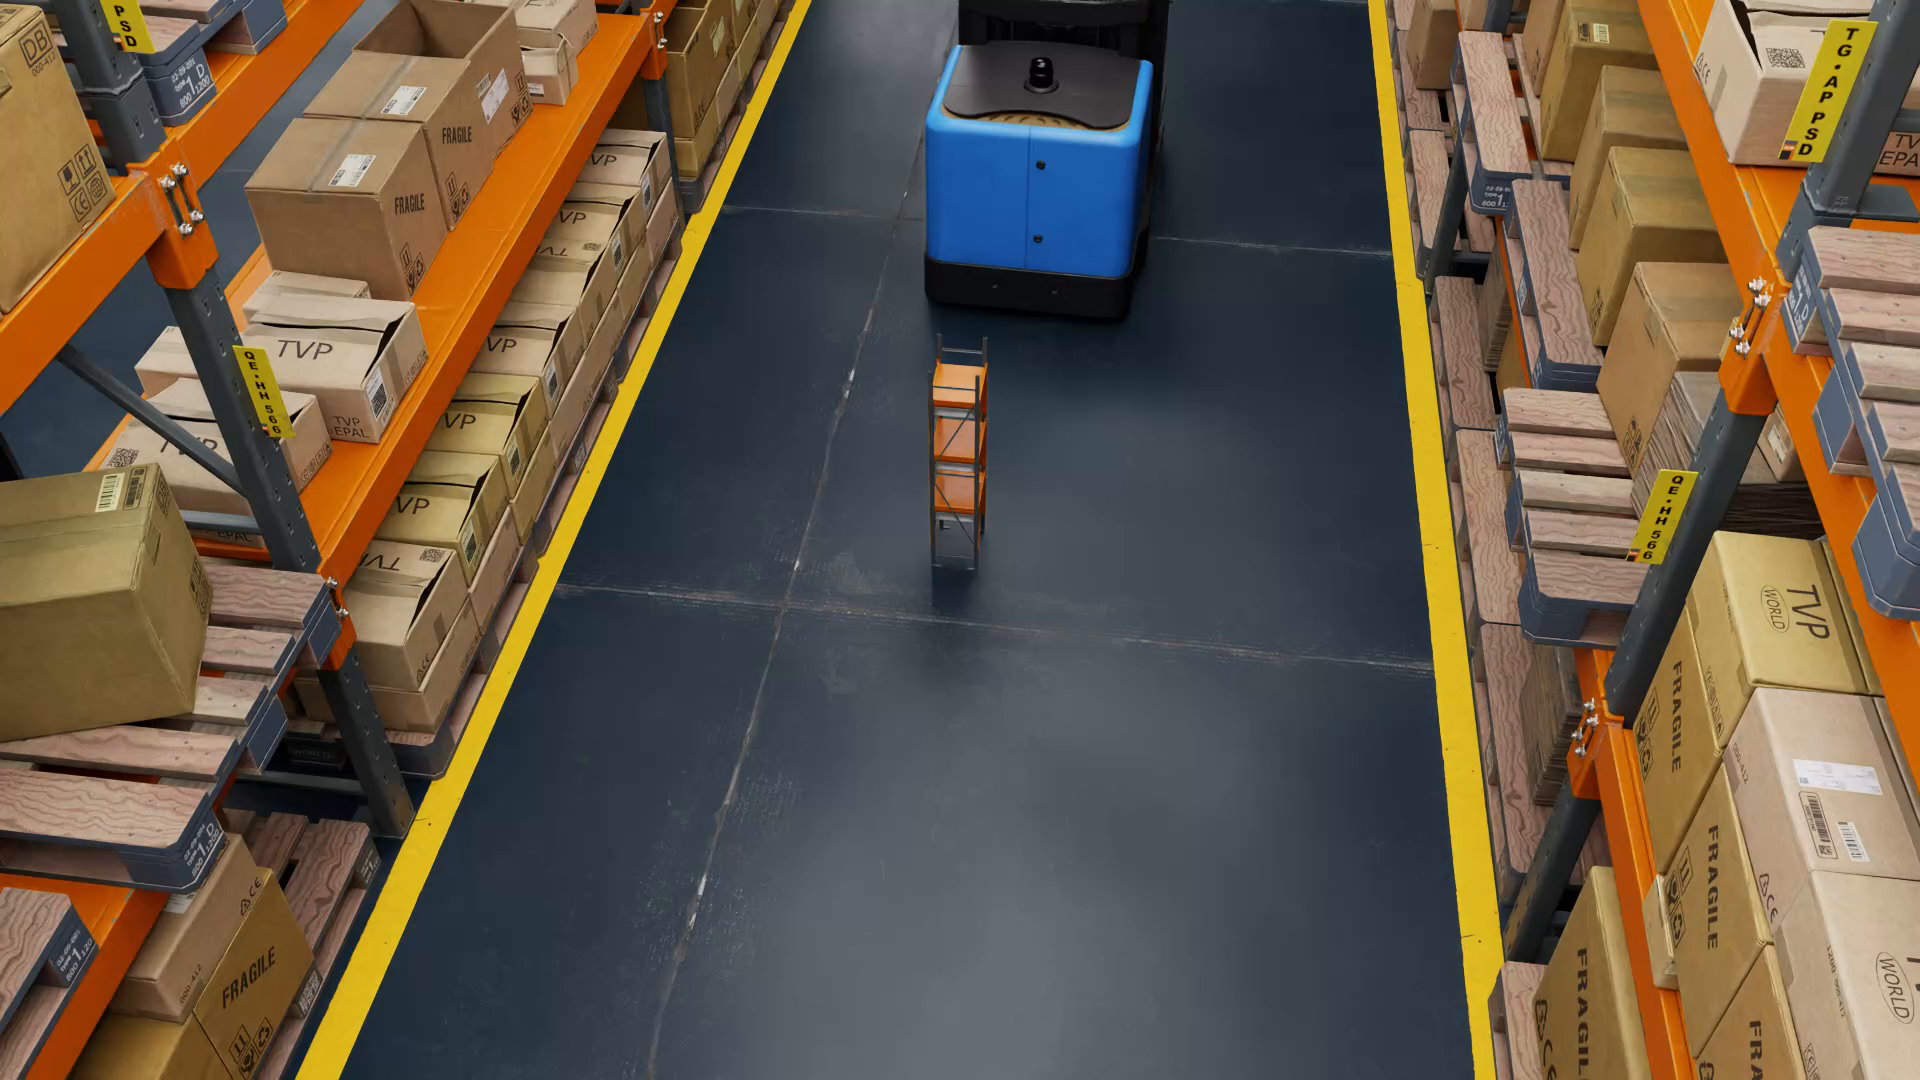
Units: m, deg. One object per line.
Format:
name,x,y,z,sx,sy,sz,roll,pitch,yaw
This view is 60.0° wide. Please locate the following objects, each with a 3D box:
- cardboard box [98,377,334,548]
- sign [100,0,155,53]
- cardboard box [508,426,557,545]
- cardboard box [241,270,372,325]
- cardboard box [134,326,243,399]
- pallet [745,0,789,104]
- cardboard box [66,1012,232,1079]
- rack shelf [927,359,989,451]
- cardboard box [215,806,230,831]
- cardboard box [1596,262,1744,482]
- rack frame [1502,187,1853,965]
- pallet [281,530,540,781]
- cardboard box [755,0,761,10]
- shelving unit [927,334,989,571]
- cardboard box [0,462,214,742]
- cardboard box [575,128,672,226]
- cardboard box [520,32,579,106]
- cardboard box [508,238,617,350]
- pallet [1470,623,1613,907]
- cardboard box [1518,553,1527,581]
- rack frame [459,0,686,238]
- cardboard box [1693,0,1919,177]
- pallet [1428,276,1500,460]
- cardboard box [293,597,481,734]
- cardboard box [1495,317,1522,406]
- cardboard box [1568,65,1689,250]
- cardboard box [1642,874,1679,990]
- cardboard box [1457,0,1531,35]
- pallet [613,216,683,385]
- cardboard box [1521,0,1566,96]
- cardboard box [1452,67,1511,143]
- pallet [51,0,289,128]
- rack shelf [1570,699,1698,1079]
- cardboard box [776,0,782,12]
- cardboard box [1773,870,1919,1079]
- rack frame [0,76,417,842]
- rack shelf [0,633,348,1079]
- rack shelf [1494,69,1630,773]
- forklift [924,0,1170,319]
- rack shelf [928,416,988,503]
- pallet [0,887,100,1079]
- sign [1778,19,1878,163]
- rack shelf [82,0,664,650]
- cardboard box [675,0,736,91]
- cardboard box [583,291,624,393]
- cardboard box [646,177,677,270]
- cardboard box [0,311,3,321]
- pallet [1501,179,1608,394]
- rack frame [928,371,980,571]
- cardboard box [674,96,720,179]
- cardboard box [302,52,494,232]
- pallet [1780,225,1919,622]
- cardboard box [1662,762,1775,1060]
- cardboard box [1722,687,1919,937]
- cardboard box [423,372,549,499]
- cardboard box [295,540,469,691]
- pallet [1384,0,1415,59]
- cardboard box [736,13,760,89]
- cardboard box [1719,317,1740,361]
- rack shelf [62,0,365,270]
cardboard box,-2.436,-0.282,5.453,0.500,0.311,0.500,8,44,8
sign,-1.990,-1.297,3.902,0.100,0.325,0.005,5,44,6
cardboard box,-2.038,-0.252,7.051,0.500,0.250,0.500,4,44,4
cardboard box,-2.414,-0.854,6.175,0.380,0.149,0.250,8,44,9
cardboard box,-2.682,-0.617,5.925,0.380,0.149,0.250,5,44,6
pallet,-1.693,-3.156,10.452,1.003,0.211,1.213,5,44,6
cardboard box,-2.487,1.689,4.805,0.500,0.500,0.500,4,44,4
rack shelf,-0.007,-0.543,6.685,0.215,0.259,0.240,5,44,6
cardboard box,-2.871,0.962,5.573,0.500,0.500,0.500,7,44,7
cardboard box,2.483,-0.523,5.251,0.700,0.500,0.500,1,43,2
rack frame,2.384,0.377,4.692,1.000,3.000,0.127,5,44,6
pallet,-2.380,0.384,6.713,1.003,0.211,1.213,5,44,6
cardboard box,-1.430,-3.533,9.971,0.500,0.500,0.500,5,44,6
shelving unit,-0.007,-0.345,6.873,0.215,1.050,0.252,5,44,6
cardboard box,-2.499,0.180,4.522,0.700,0.500,0.500,-8,44,-9
cardboard box,-1.768,-1.852,8.333,0.500,0.311,0.500,5,44,6
cardboard box,-1.933,-2.132,7.440,0.396,0.266,0.258,4,44,4
cardboard box,-1.899,-1.157,7.599,0.500,0.311,0.500,5,44,5
pallet,2.488,0.857,6.213,1.003,0.211,1.213,5,44,6
cardboard box,2.648,-0.052,6.644,0.700,0.500,0.500,5,44,5
rack frame,-1.998,-2.797,8.044,1.000,3.000,0.127,5,44,6
cardboard box,2.211,-1.202,4.229,0.500,0.311,0.500,5,44,6
pallet,2.811,-0.806,7.969,1.003,0.211,1.213,5,44,6
cardboard box,-2.167,0.445,6.315,0.500,0.250,0.500,5,44,5
cardboard box,2.813,-0.741,7.371,0.700,0.500,0.500,4,44,5
cardboard box,2.674,-1.369,6.144,0.700,0.500,0.500,11,45,11
cardboard box,1.950,1.009,4.193,0.380,0.149,0.250,6,44,7
cardboard box,2.675,-2.652,7.986,0.500,0.250,0.500,5,44,6
pallet,-2.057,-1.278,8.469,1.003,0.211,1.213,5,44,6
cardboard box,2.811,-2.201,7.023,0.700,0.500,0.500,5,44,6
cardboard box,3.010,-2.312,9.030,0.500,0.500,0.500,2,43,2
pallet,-2.526,-1.562,4.696,1.213,0.211,1.003,7,44,7
rack shelf,2.119,2.001,3.500,1.077,0.370,4.000,5,44,6
cardboard box,-1.366,-3.602,10.589,0.500,0.250,0.500,5,44,6
cardboard box,1.935,0.947,3.242,0.500,0.250,0.500,6,44,6
rack frame,-2.527,-0.071,5.165,1.000,3.000,0.127,5,44,6
rack shelf,-2.792,1.554,3.973,1.077,0.370,4.000,5,44,6
rack shelf,2.648,-0.725,6.379,1.077,0.370,4.000,5,44,6
forklift,0.577,-3.197,8.517,1.130,2.935,3.031,7,44,7
rack shelf,-0.007,-0.337,6.880,0.215,0.259,0.240,5,44,6
pallet,-2.780,1.325,3.831,1.003,0.211,1.213,5,44,6
sign,1.846,-0.950,3.537,0.100,0.325,0.005,5,44,6
rack shelf,-2.263,-1.172,6.852,1.077,0.370,4.000,5,44,6
cardboard box,-1.568,-2.852,9.252,0.500,0.500,0.500,5,44,6
cardboard box,-1.902,-0.948,7.787,0.500,0.250,0.500,6,44,6
cardboard box,-1.766,-1.642,8.519,0.500,0.250,0.500,5,44,5
cardboard box,-2.619,-0.548,3.415,0.910,0.500,0.500,5,44,6
pallet,2.605,-0.906,6.187,1.003,0.211,1.213,5,44,6
rack frame,-0.023,-0.262,6.785,0.200,1.050,0.008,5,44,6
cardboard box,-1.636,-2.239,9.150,0.500,0.250,0.500,5,44,6
cardboard box,-2.252,-1.611,6.719,0.500,0.500,0.500,5,44,6
pallet,2.351,-0.200,3.257,1.213,0.211,1.003,7,44,7
cardboard box,1.987,0.889,3.848,0.500,0.500,0.500,7,44,7
cardboard box,1.998,0.606,3.602,0.500,0.250,0.500,5,44,5
cardboard box,-2.036,-0.465,6.868,0.500,0.311,0.500,4,44,4
cardboard box,-2.167,0.242,6.122,0.500,0.311,0.500,7,44,7
pallet,3.289,-3.460,10.773,1.003,0.211,1.213,5,44,6
cardboard box,-1.494,-2.920,9.869,0.500,0.250,0.500,5,44,6
cardboard box,2.427,-0.513,4.768,0.380,0.149,0.250,-1,43,-2
rack shelf,-2.263,-2.262,5.821,1.077,0.370,4.000,5,44,6
